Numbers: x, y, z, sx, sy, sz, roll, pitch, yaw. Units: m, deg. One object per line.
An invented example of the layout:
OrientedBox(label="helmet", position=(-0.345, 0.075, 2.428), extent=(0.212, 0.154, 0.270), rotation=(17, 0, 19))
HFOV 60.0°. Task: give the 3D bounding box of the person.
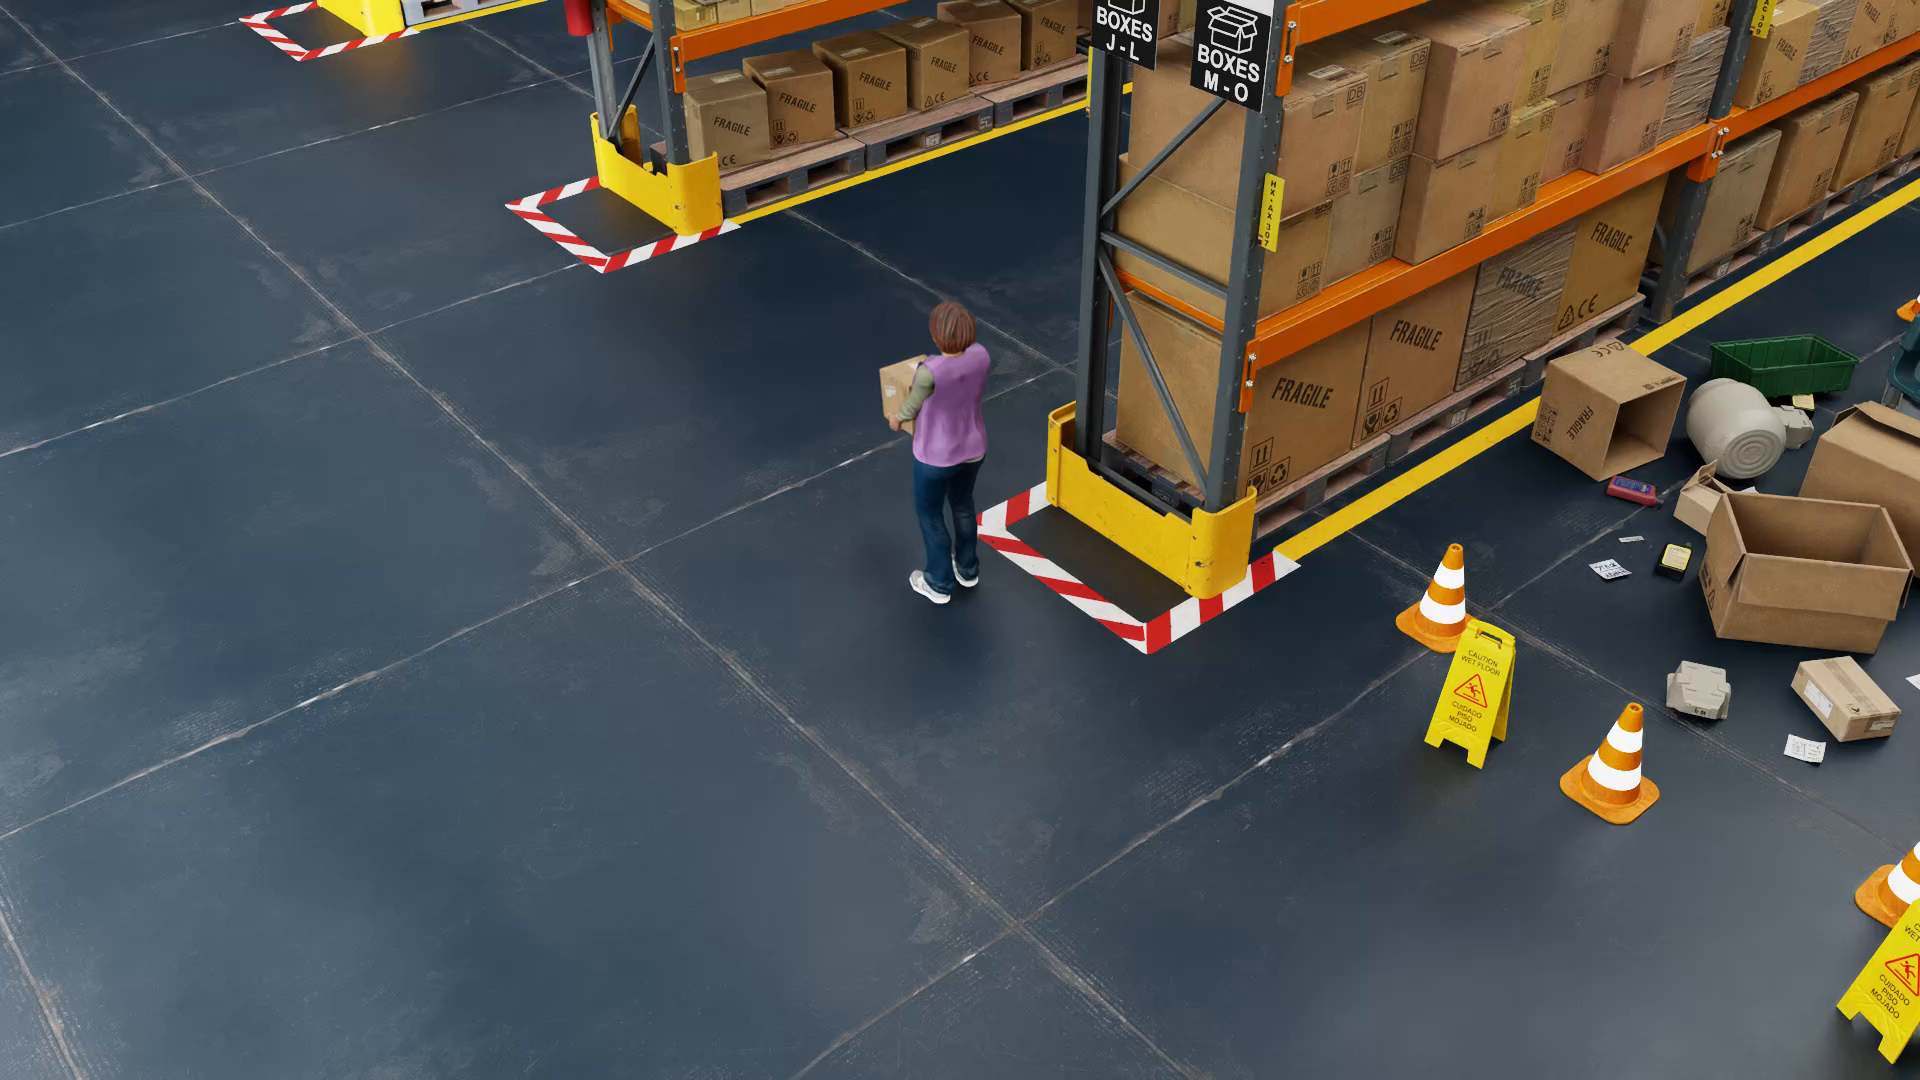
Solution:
OrientedBox(label="person", position=(-0.096, -0.446, 7.693), extent=(0.404, 1.591, 0.496), rotation=(-22, 42, -26))
